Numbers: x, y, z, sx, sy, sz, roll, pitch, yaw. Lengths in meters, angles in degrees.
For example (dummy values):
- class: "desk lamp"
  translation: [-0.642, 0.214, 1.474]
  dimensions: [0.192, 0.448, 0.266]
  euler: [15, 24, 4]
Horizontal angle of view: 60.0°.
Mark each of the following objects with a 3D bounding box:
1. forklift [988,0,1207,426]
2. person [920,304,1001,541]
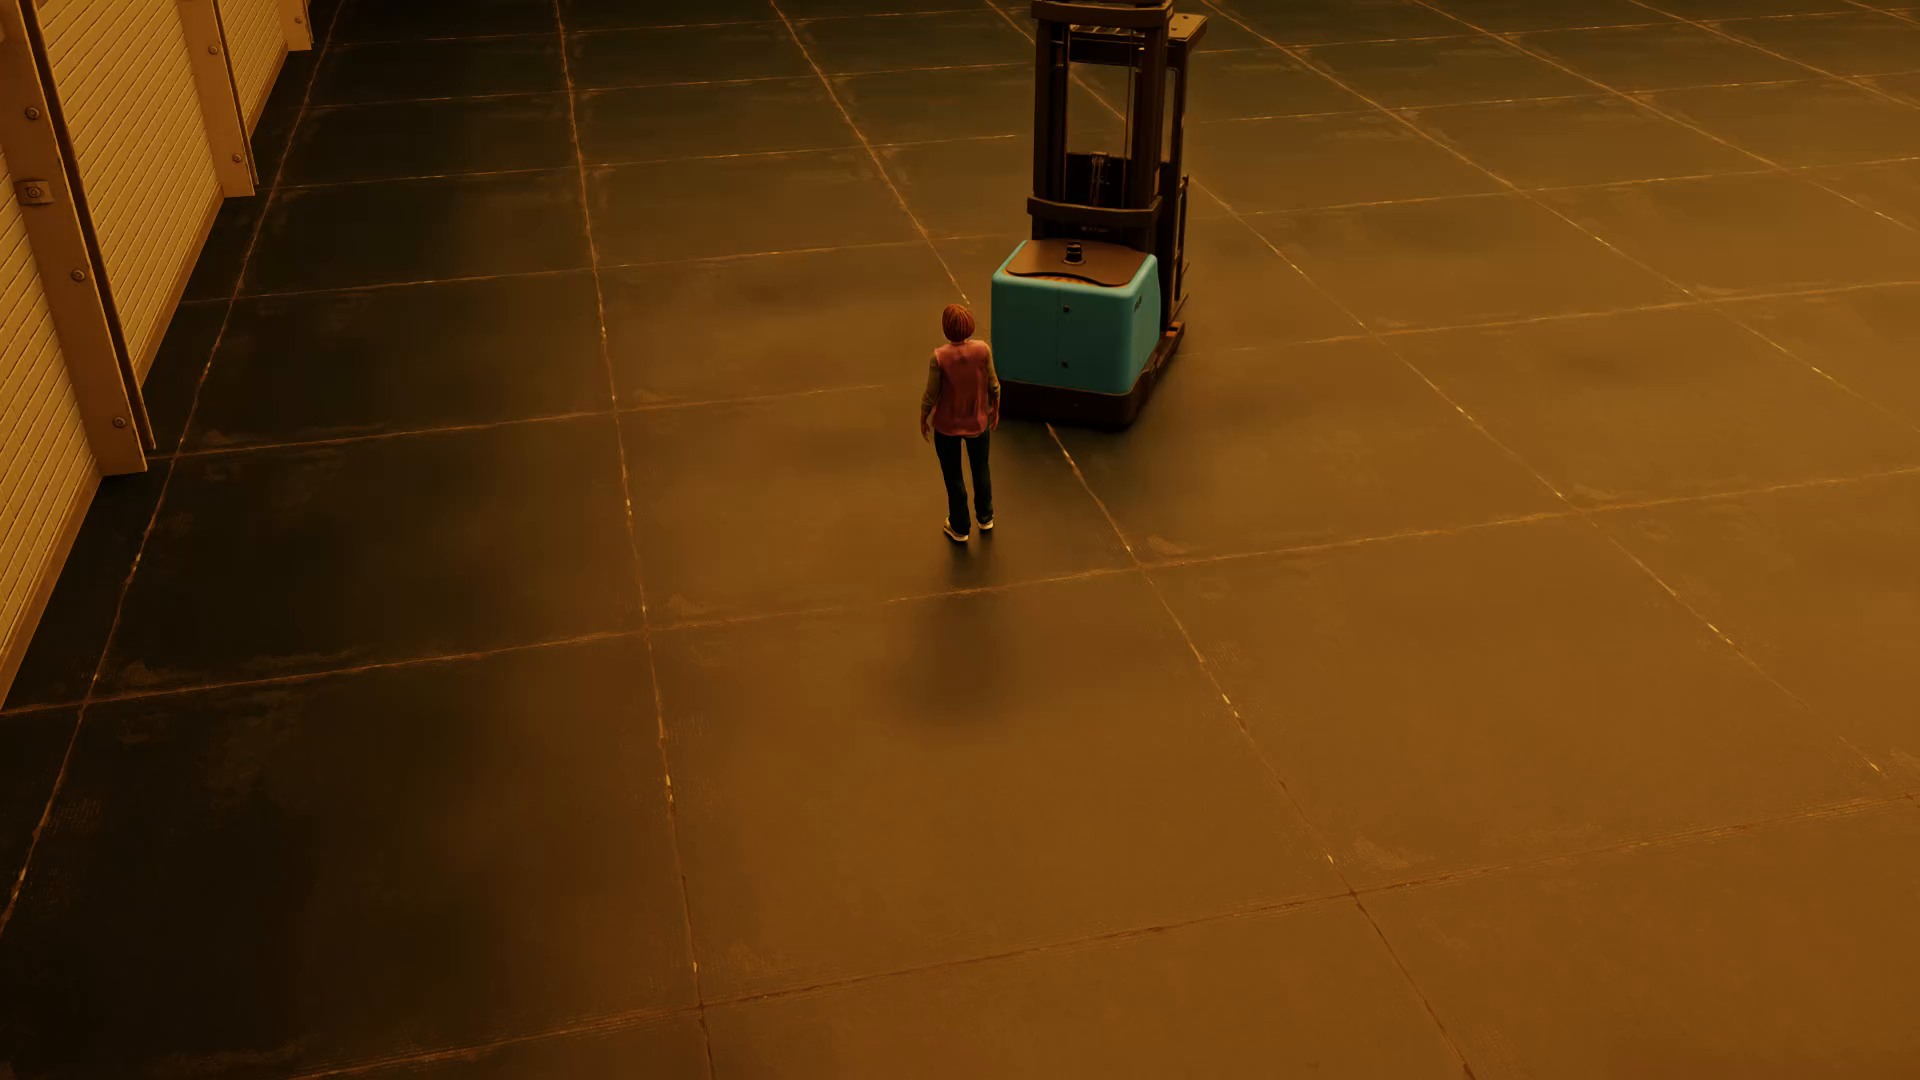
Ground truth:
- class: "forklift"
  translation: [1.152, -2.798, 12.408]
  dimensions: [1.130, 2.935, 3.031]
  euler: [9, 31, 16]
- class: "person"
  translation: [-0.004, -0.736, 10.162]
  dimensions: [0.520, 1.599, 0.473]
  euler: [-7, 31, -12]
